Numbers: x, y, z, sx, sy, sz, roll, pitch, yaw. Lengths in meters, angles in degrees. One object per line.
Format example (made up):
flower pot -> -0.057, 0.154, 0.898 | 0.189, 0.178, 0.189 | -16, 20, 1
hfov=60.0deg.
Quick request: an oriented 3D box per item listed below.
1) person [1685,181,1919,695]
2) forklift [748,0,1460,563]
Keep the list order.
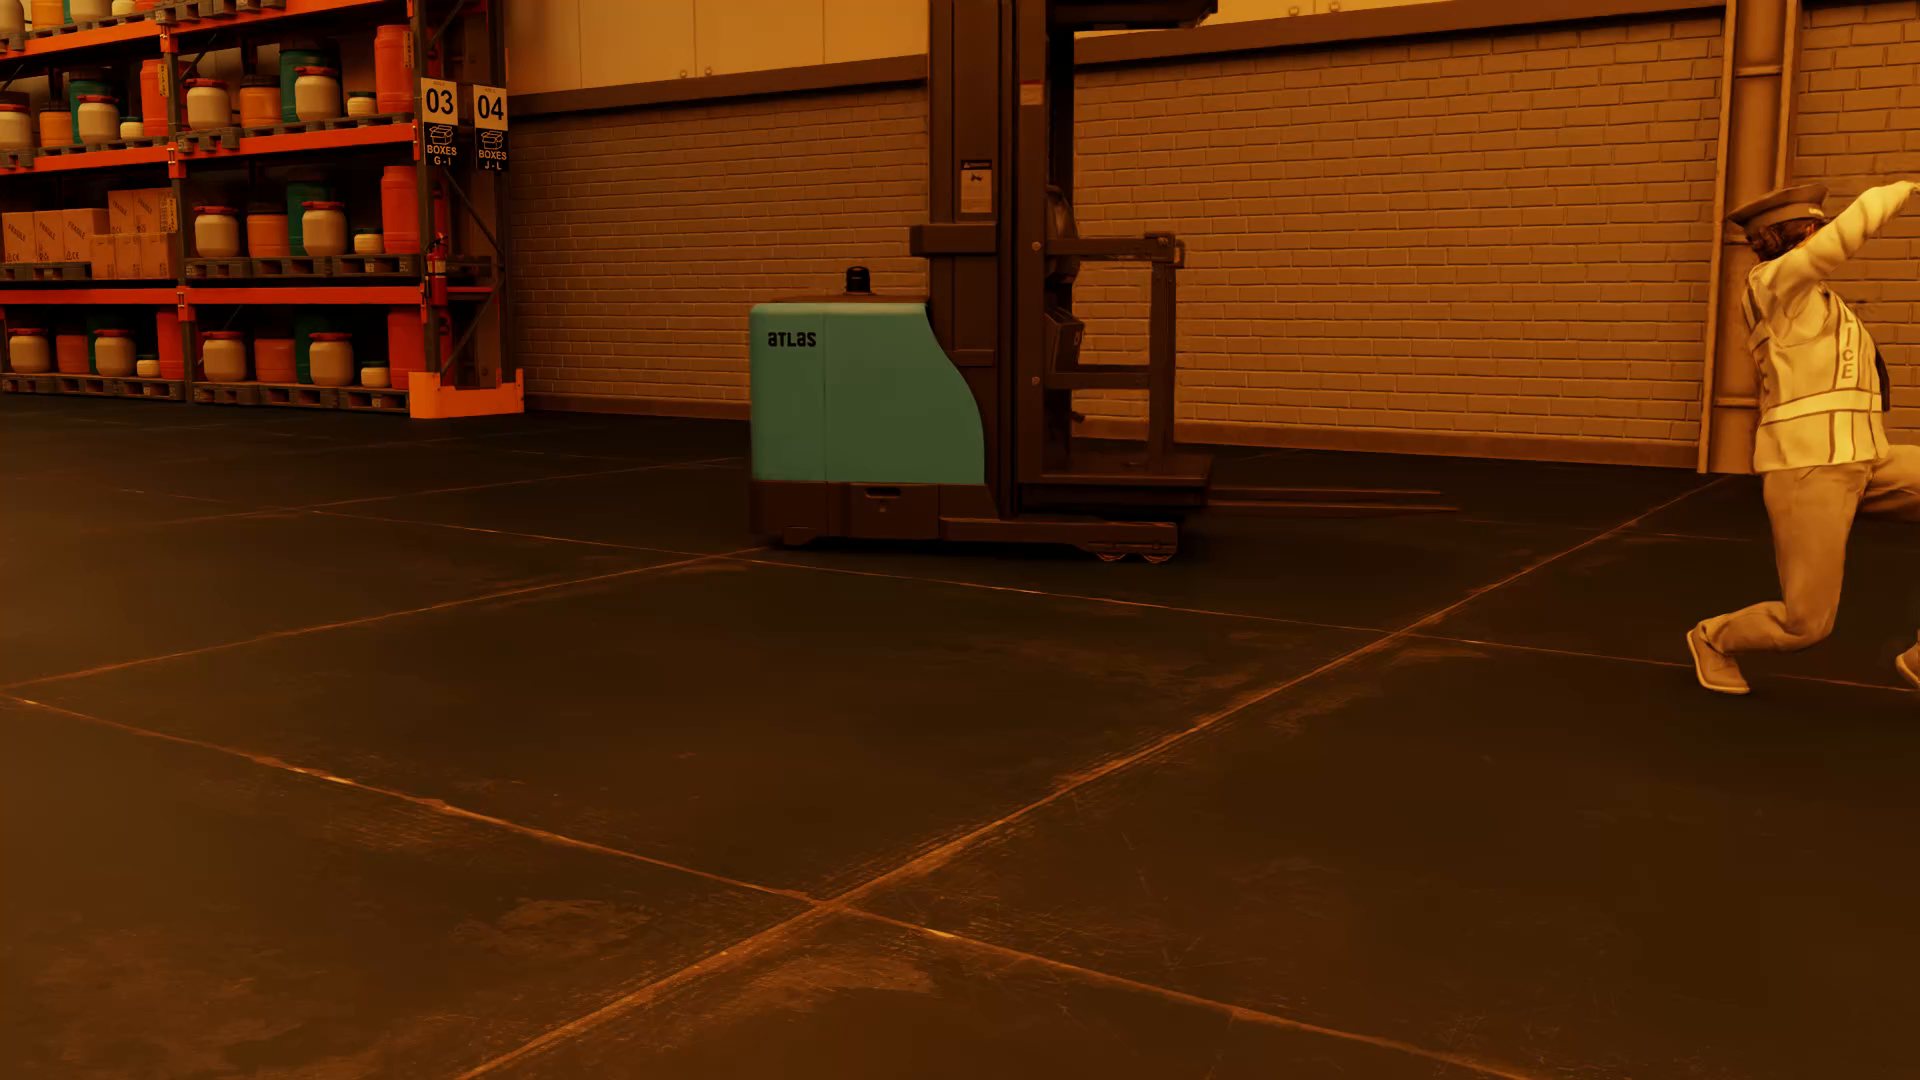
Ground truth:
person -> 2.539, -0.254, 4.535 | 0.966, 1.413, 0.857 | -6, 10, -38
forklift -> 0.637, -1.437, 7.298 | 3.031, 2.935, 1.130 | 1, 8, 10
